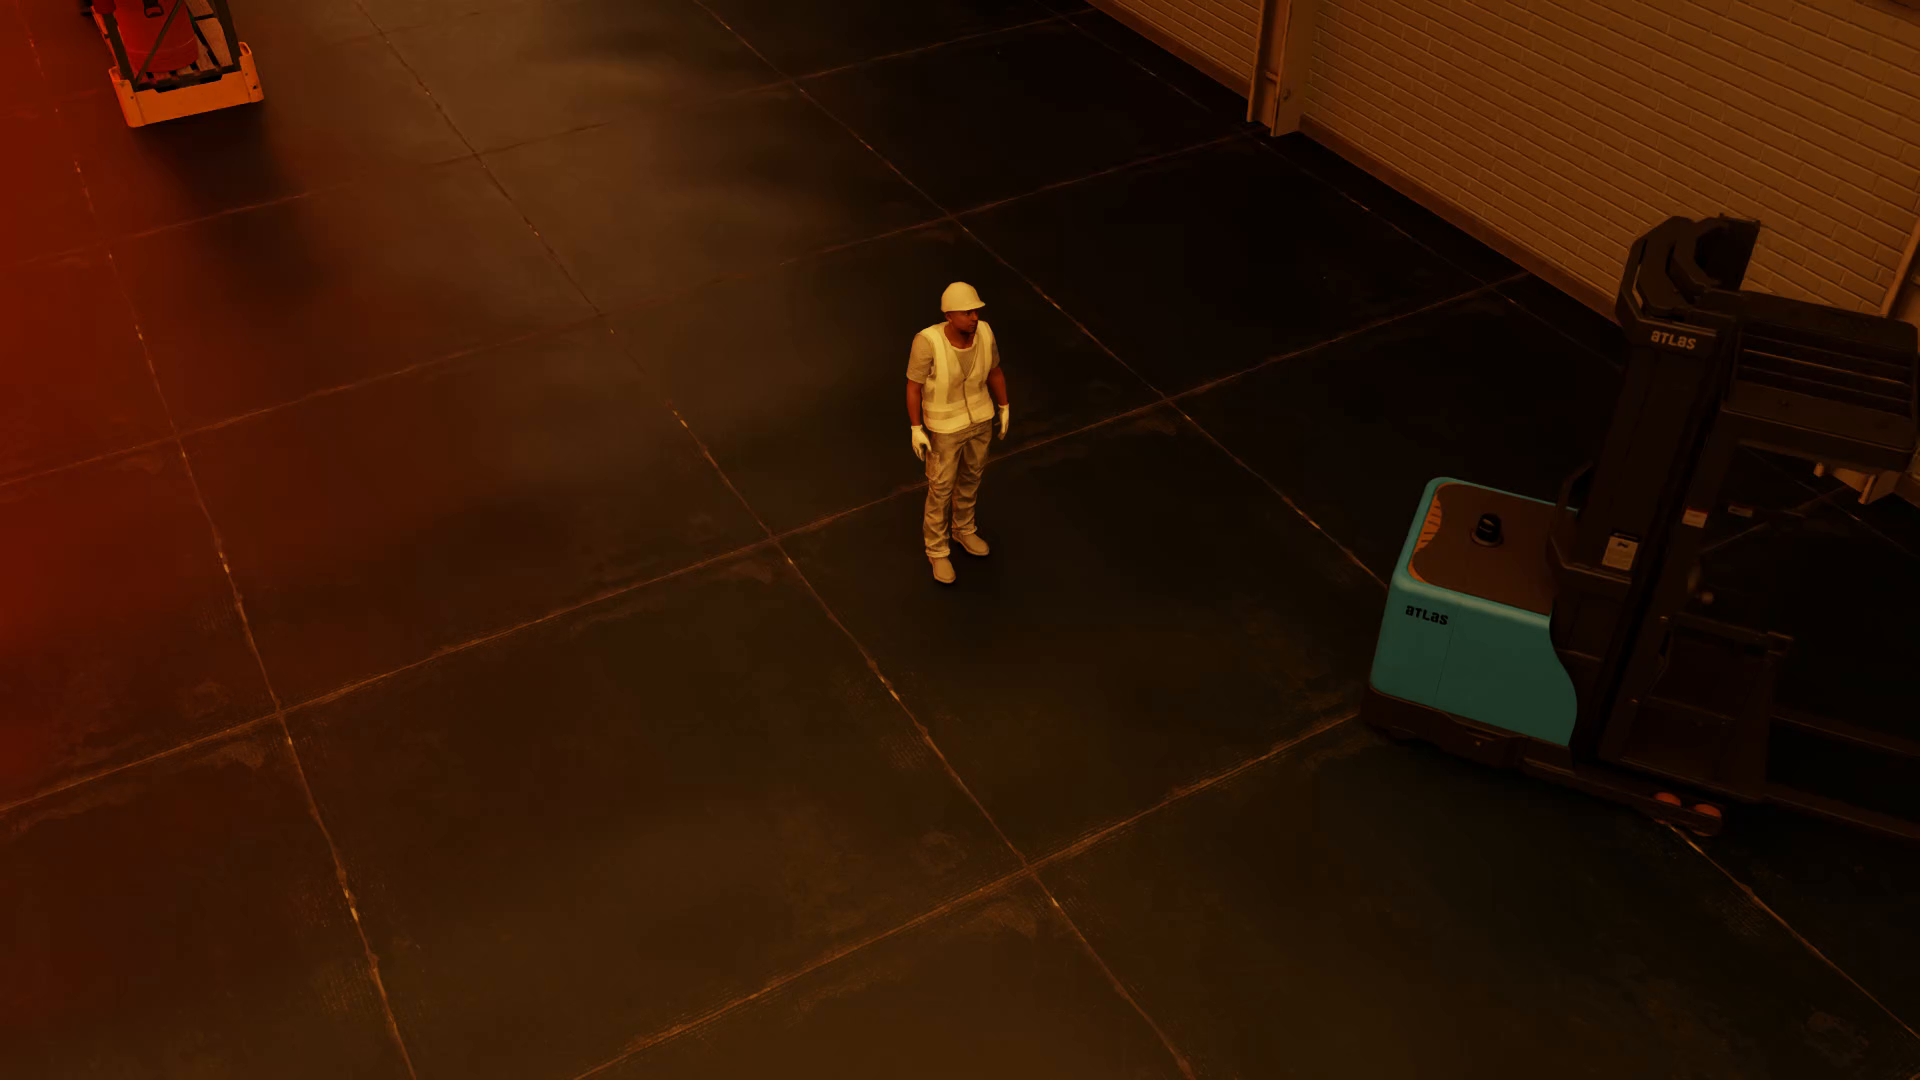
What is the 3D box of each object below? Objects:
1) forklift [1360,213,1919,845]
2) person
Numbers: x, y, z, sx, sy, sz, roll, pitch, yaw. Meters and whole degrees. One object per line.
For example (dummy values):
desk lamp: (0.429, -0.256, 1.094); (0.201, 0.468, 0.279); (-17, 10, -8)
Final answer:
forklift: (3.749, -0.003, 8.040); (3.031, 2.935, 1.130); (16, 42, 18)
person: (0.029, -0.649, 9.706); (0.656, 1.781, 0.574); (-20, 44, -23)
